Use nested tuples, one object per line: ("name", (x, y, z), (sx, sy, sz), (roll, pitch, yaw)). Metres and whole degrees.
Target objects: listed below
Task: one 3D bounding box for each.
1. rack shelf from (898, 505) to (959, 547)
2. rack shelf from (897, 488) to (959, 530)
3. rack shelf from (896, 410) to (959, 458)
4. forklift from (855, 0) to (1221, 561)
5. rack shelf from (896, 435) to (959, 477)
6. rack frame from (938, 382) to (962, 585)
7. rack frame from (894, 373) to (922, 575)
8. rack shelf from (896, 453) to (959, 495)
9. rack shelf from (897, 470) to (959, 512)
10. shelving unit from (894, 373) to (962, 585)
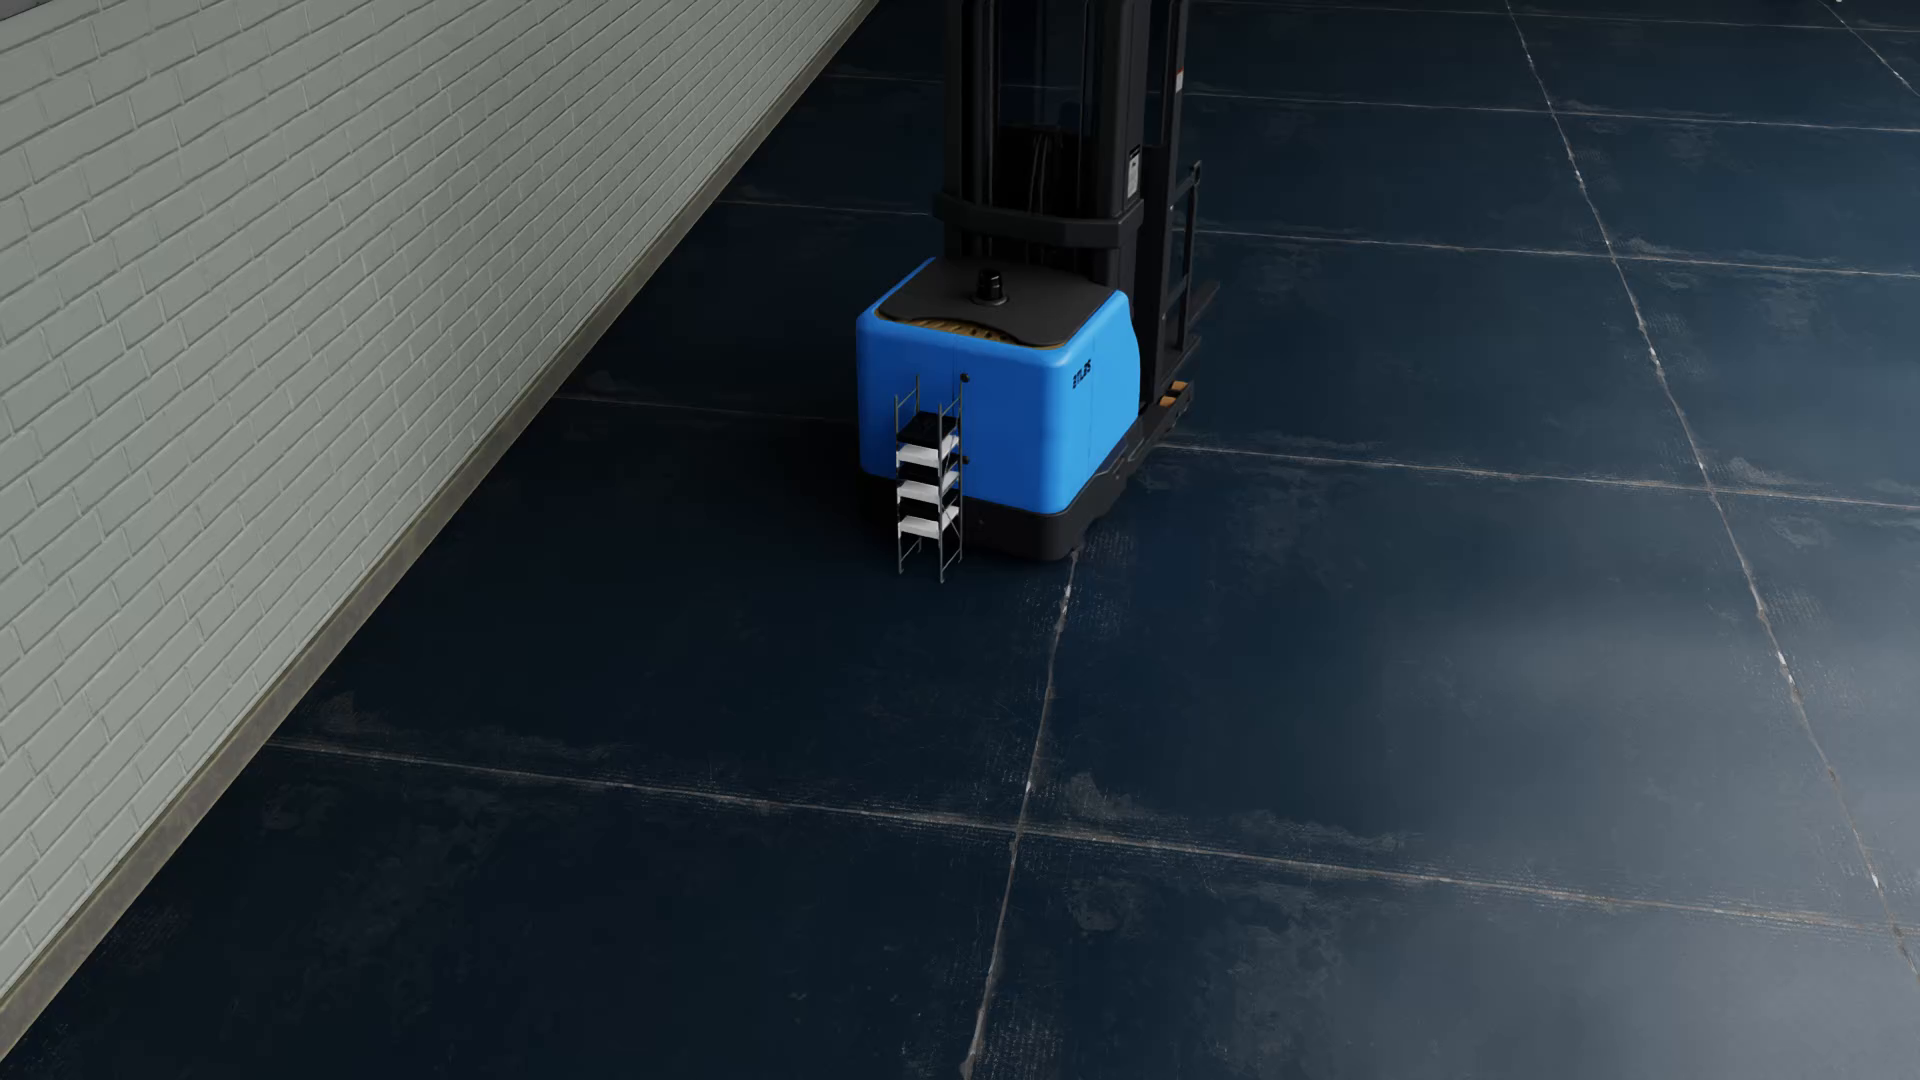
("rack shelf", (-0.134, -0.080, 7.432), (0.200, 0.077, 0.258), (13, 34, 20))
("rack shelf", (-0.134, -0.157, 7.385), (0.200, 0.077, 0.258), (13, 34, 20))
("rack shelf", (-0.134, -0.462, 7.194), (0.200, 0.077, 0.258), (13, 34, 20))
("forklift", (0.594, -1.913, 8.044), (1.130, 2.935, 3.031), (14, 35, 21))
("rack shelf", (-0.134, -0.386, 7.241), (0.200, 0.077, 0.258), (13, 34, 20))
("rack frame", (-0.040, -0.240, 7.285), (0.006, 0.900, 0.240), (13, 34, 20))
("rack frame", (-0.227, -0.282, 7.353), (0.006, 0.900, 0.240), (13, 34, 20))
("rack shelf", (-0.134, -0.309, 7.289), (0.200, 0.077, 0.258), (13, 34, 20))
("rack shelf", (-0.134, -0.233, 7.337), (0.200, 0.077, 0.258), (13, 34, 20))
("shelving unit", (-0.134, -0.261, 7.319), (0.210, 0.900, 0.258), (13, 34, 20))
